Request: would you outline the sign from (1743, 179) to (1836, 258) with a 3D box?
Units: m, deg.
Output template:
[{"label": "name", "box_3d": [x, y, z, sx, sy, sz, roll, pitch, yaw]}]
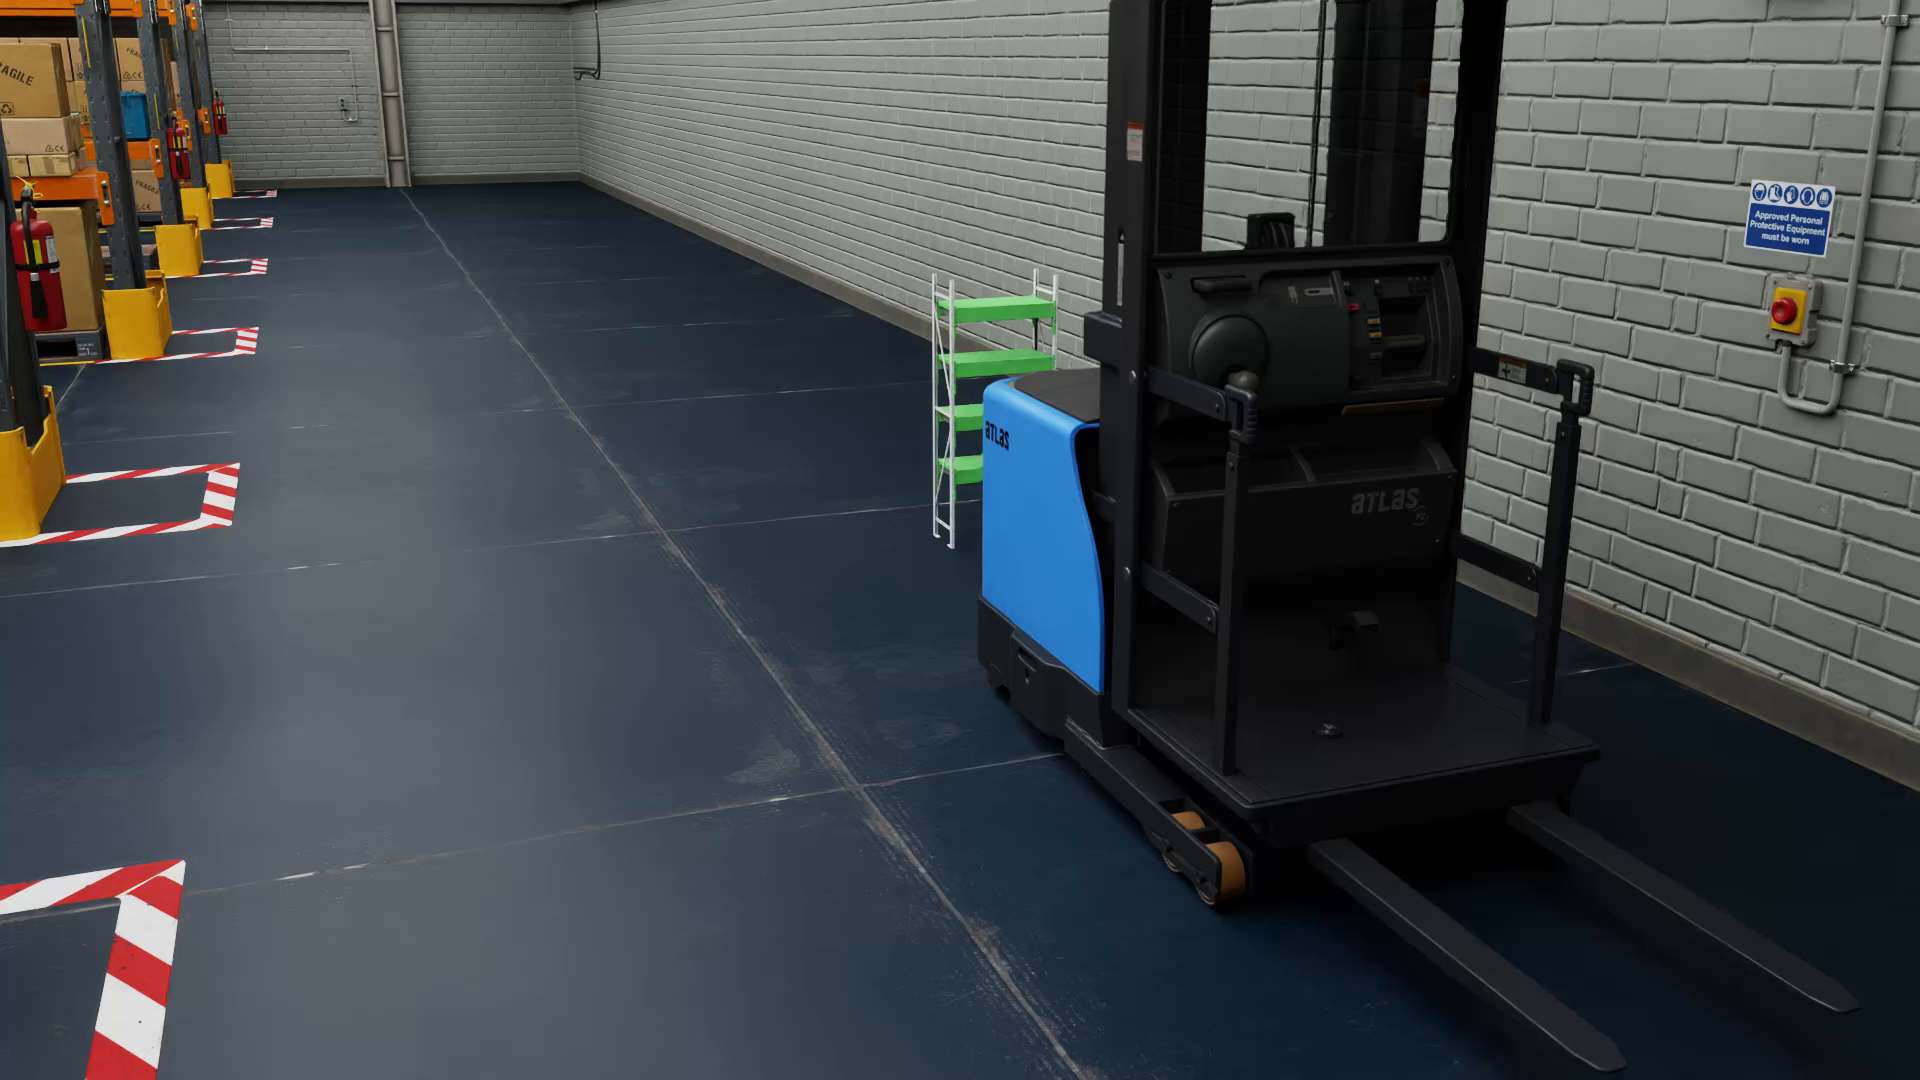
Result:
[{"label": "sign", "box_3d": [2.628, -1.023, 5.278, 0.001, 0.218, 0.327, -6, 17, -20]}]

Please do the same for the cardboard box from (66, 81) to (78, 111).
[{"label": "cardboard box", "box_3d": [-11.028, -5.343, 20.292, 0.500, 0.500, 0.500, -6, 17, -20]}]

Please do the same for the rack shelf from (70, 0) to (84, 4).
[{"label": "rack shelf", "box_3d": [-8.082, -3.800, 11.166, 4.000, 0.370, 1.077, -6, 17, -20]}]

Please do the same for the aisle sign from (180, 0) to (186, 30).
[{"label": "aisle sign", "box_3d": [-9.582, -6.688, 20.434, 0.004, 0.787, 0.394, -6, 17, -20]}]

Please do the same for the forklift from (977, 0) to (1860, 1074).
[{"label": "forklift", "box_3d": [1.049, -0.582, 4.380, 1.130, 2.935, 3.031, -6, 17, -19]}]

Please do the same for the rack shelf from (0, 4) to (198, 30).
[{"label": "rack shelf", "box_3d": [-13.399, -7.709, 24.480, 4.000, 0.370, 1.077, -6, 17, -20]}]

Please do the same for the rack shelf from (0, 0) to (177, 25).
[{"label": "rack shelf", "box_3d": [-11.623, -6.406, 20.043, 4.000, 0.370, 1.077, -6, 17, -20]}]

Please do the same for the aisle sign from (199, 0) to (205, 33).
[{"label": "aisle sign", "box_3d": [-11.357, -7.993, 24.878, 0.004, 0.787, 0.394, -6, 17, -20]}]

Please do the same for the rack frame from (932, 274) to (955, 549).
[{"label": "rack frame", "box_3d": [-0.073, -0.568, 7.402, 0.015, 1.200, 0.240, -6, 17, -20]}]

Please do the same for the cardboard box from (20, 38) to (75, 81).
[{"label": "cardboard box", "box_3d": [-11.027, -5.820, 20.141, 0.500, 0.500, 0.500, -6, 17, -19]}]

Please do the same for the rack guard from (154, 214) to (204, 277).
[{"label": "rack guard", "box_3d": [-7.969, -3.017, 16.984, 0.348, 0.500, 1.175, -6, 17, -20]}]

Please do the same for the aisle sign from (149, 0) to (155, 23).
[{"label": "aisle sign", "box_3d": [-7.815, -5.388, 16.008, 0.004, 0.787, 0.394, -6, 17, -20]}]

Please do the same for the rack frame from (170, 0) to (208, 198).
[{"label": "rack frame", "box_3d": [-9.756, -5.514, 21.051, 0.127, 3.000, 1.000, -6, 17, -20]}]

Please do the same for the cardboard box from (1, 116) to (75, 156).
[{"label": "cardboard box", "box_3d": [-6.572, -2.859, 11.749, 0.500, 0.250, 0.500, -6, 18, -21]}]

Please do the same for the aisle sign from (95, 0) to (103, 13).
[{"label": "aisle sign", "box_3d": [-6.040, -4.083, 11.564, 0.004, 0.787, 0.394, -6, 17, -20]}]

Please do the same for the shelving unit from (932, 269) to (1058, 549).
[{"label": "shelving unit", "box_3d": [0.155, -0.592, 7.486, 0.503, 1.200, 0.258, -6, 17, -20]}]

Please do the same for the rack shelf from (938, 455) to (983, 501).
[{"label": "rack shelf", "box_3d": [0.155, -0.301, 7.572, 0.480, 0.148, 0.258, -6, 17, -20]}]

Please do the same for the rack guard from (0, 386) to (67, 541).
[{"label": "rack guard", "box_3d": [-4.605, -0.385, 8.022, 0.348, 0.500, 1.175, -6, 17, -20]}]

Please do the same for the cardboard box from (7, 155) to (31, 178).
[{"label": "cardboard box", "box_3d": [-6.671, -2.637, 11.702, 0.250, 0.149, 0.380, -6, 17, -20]}]

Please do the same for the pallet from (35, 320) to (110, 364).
[{"label": "pallet", "box_3d": [-6.933, -1.468, 12.223, 1.213, 0.211, 1.003, -6, 17, -20]}]

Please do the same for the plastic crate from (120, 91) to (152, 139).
[{"label": "plastic crate", "box_3d": [-8.233, -4.173, 16.316, 0.499, 0.435, 0.616, -6, 17, -20]}]

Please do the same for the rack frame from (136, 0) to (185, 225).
[{"label": "rack frame", "box_3d": [-7.987, -4.210, 16.612, 0.127, 3.000, 1.000, -6, 17, -20]}]

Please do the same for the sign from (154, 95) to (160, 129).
[{"label": "sign", "box_3d": [-7.775, -4.145, 16.102, 0.005, 0.325, 0.100, -6, 17, -20]}]

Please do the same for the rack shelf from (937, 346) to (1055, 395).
[{"label": "rack shelf", "box_3d": [0.155, -0.761, 7.436, 0.480, 0.148, 0.258, -6, 17, -20]}]

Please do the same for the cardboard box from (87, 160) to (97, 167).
[{"label": "cardboard box", "box_3d": [-13.086, -5.621, 25.106, 0.500, 0.500, 0.700, -7, 18, -22]}]

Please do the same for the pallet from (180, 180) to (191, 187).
[{"label": "pallet", "box_3d": [-12.250, -5.378, 25.537, 1.213, 0.211, 1.003, -6, 17, -20]}]

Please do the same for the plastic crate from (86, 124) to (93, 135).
[{"label": "plastic crate", "box_3d": [-8.664, -4.164, 16.815, 0.298, 0.136, 0.250, -6, 17, -20]}]

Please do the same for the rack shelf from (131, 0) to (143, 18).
[{"label": "rack shelf", "box_3d": [-9.854, -5.103, 15.604, 4.000, 0.370, 1.077, -6, 17, -20]}]

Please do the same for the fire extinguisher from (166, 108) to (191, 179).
[{"label": "fire extinguisher", "box_3d": [-7.683, -3.890, 16.320, 0.183, 0.674, 0.296, -6, 17, -20]}]

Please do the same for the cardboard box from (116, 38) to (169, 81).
[{"label": "cardboard box", "box_3d": [-10.073, -5.924, 20.497, 0.500, 0.500, 0.500, -6, 18, -21]}]

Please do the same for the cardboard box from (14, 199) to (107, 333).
[{"label": "cardboard box", "box_3d": [-6.783, -2.004, 12.123, 0.875, 0.875, 0.875, -6, 17, -20]}]

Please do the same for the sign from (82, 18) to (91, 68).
[{"label": "sign", "box_3d": [-6.033, -3.432, 11.487, 0.005, 0.325, 0.100, -6, 17, -20]}]

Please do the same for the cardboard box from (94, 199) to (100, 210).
[{"label": "cardboard box", "box_3d": [-10.832, -4.375, 21.272, 0.500, 0.250, 0.500, -6, 17, -20]}]

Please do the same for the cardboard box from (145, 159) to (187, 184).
[{"label": "cardboard box", "box_3d": [-12.150, -5.722, 25.451, 0.500, 0.500, 0.700, -6, 17, -20]}]

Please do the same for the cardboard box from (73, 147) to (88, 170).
[{"label": "cardboard box", "box_3d": [-6.664, -2.838, 12.383, 0.250, 0.149, 0.380, -6, 17, -19]}]

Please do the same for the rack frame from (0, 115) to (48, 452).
[{"label": "rack frame", "box_3d": [-4.534, -1.592, 7.696, 0.127, 3.000, 1.000, -6, 17, -20]}]

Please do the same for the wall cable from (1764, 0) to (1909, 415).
[{"label": "wall cable", "box_3d": [2.589, -1.377, 5.105, 0.123, 1.953, 0.585, -6, 17, -20]}]

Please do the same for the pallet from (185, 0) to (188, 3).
[{"label": "pallet", "box_3d": [-12.221, -8.136, 24.814, 1.213, 0.211, 1.003, -6, 17, -20]}]

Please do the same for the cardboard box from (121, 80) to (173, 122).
[{"label": "cardboard box", "box_3d": [-10.077, -5.445, 20.640, 0.500, 0.500, 0.500, -6, 17, -18]}]
